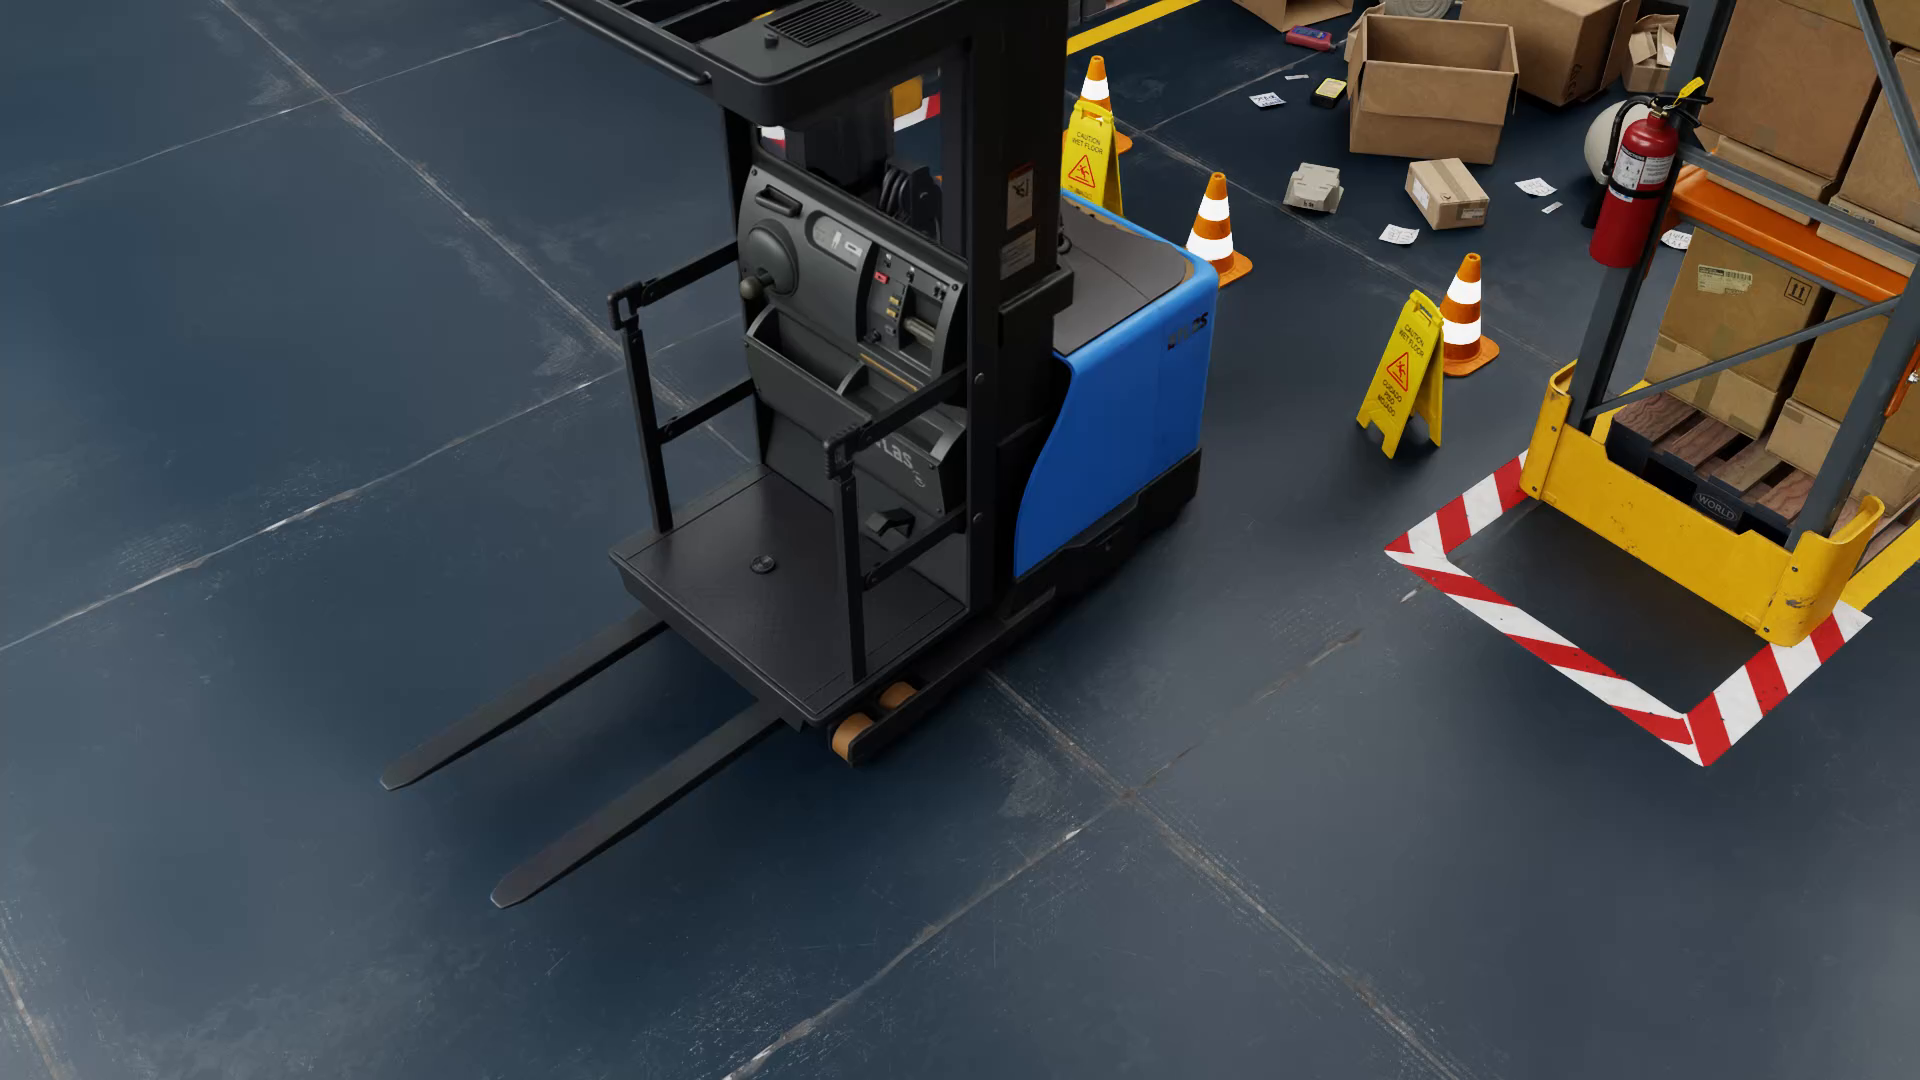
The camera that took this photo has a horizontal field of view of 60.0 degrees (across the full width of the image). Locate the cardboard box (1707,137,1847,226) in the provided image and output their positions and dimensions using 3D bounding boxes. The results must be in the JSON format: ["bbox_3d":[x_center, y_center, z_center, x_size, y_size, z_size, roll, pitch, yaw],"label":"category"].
[{"bbox_3d":[2.749,-1.232,5.554,0.250,0.149,0.380,-28,50,-27],"label":"cardboard box"}]

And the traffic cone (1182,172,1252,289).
[{"bbox_3d":[1.129,-1.422,7.426,0.334,0.463,0.336,-30,51,-28],"label":"traffic cone"}]

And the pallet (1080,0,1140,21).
[{"bbox_3d":[0.845,-3.511,9.834,1.213,0.211,1.003,-30,51,-28],"label":"pallet"}]

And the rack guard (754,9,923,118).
[{"bbox_3d":[-0.672,-2.680,8.739,0.348,0.500,1.175,-30,51,-28],"label":"rack guard"}]

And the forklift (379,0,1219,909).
[{"bbox_3d":[-0.491,-0.737,4.894,1.130,2.935,3.031,34,53,31],"label":"forklift"}]

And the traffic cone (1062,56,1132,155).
[{"bbox_3d":[0.665,-2.165,8.217,0.334,0.463,0.336,-30,51,-28],"label":"traffic cone"}]

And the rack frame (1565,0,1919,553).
[{"bbox_3d":[2.600,-1.047,5.174,0.127,3.000,1.000,-30,51,-28],"label":"rack frame"}]

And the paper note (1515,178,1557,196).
[{"bbox_3d":[2.796,-1.715,8.063,0.142,0.019,0.148,-14,45,-14],"label":"paper note"}]

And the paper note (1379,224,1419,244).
[{"bbox_3d":[2.048,-1.425,7.745,0.148,0.019,0.142,22,47,21],"label":"paper note"}]

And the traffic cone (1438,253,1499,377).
[{"bbox_3d":[2.102,-0.989,6.965,0.334,0.463,0.336,-30,51,-28],"label":"traffic cone"}]

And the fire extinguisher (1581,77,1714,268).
[{"bbox_3d":[2.216,-1.211,5.404,0.183,0.674,0.296,-30,51,-28],"label":"fire extinguisher"}]

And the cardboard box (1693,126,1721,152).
[{"bbox_3d":[3.973,-2.138,8.159,0.500,0.500,0.500,0,43,0],"label":"cardboard box"}]

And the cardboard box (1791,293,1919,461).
[{"bbox_3d":[3.414,-0.691,5.949,0.500,0.500,0.500,-32,52,-29],"label":"cardboard box"}]

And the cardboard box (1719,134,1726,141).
[{"bbox_3d":[2.873,-1.402,5.735,0.250,0.149,0.380,-30,51,-28],"label":"cardboard box"}]

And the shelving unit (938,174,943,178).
[{"bbox_3d":[-0.298,-1.376,6.620,1.083,1.500,0.587,-10,44,-11],"label":"shelving unit"}]

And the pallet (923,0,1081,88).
[{"bbox_3d":[-0.090,-2.978,9.267,1.213,0.211,1.003,-30,51,-28],"label":"pallet"}]

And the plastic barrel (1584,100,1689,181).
[{"bbox_3d":[3.213,-1.810,7.868,0.421,0.421,0.512,0,43,0],"label":"plastic barrel"}]

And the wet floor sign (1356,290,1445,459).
[{"bbox_3d":[1.768,-0.667,6.489,0.232,0.644,0.267,-14,45,-14],"label":"wet floor sign"}]

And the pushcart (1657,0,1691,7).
[{"bbox_3d":[4.167,-3.023,9.194,1.648,0.377,0.936,22,47,21],"label":"pushcart"}]

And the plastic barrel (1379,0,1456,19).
[{"bbox_3d":[2.529,-3.116,9.259,0.421,0.421,0.512,0,43,0],"label":"plastic barrel"}]

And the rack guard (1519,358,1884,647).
[{"bbox_3d":[2.658,-0.169,6.065,0.348,0.500,1.175,-30,51,-28],"label":"rack guard"}]

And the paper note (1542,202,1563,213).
[{"bbox_3d":[2.826,-1.586,7.932,0.123,0.001,0.032,-30,51,-28],"label":"paper note"}]

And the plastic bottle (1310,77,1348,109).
[{"bbox_3d":[1.948,-2.359,8.717,0.133,0.061,0.283,22,47,21],"label":"plastic bottle"}]

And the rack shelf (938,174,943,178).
[{"bbox_3d":[-0.307,-1.243,6.741,1.000,0.185,0.538,-10,44,-11],"label":"rack shelf"}]

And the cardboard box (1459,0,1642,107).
[{"bbox_3d":[3.035,-2.703,8.661,0.503,0.637,0.797,-30,51,-28],"label":"cardboard box"}]

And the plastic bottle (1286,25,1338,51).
[{"bbox_3d":[1.947,-2.750,9.133,0.283,0.061,0.133,22,47,21],"label":"plastic bottle"}]

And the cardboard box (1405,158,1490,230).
[{"bbox_3d":[2.309,-1.644,7.892,0.250,0.149,0.380,-7,44,-7],"label":"cardboard box"}]

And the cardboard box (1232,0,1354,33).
[{"bbox_3d":[1.882,-3.228,9.320,0.500,0.500,0.500,-21,47,-21],"label":"cardboard box"}]

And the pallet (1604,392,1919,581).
[{"bbox_3d":[3.304,-0.402,6.524,1.213,0.211,1.003,-30,51,-28],"label":"pallet"}]

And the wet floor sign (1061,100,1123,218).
[{"bbox_3d":[0.595,-1.691,7.580,0.267,0.644,0.232,30,51,28],"label":"wet floor sign"}]

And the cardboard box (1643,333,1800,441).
[{"bbox_3d":[3.066,-0.705,6.511,0.500,0.250,0.500,-30,51,-28],"label":"cardboard box"}]

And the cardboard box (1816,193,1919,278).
[{"bbox_3d":[2.993,-0.996,5.303,0.250,0.149,0.380,-30,51,-28],"label":"cardboard box"}]

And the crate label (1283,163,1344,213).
[{"bbox_3d":[1.692,-1.681,7.940,0.250,0.136,0.298,14,45,15],"label":"crate label"}]

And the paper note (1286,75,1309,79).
[{"bbox_3d":[1.798,-2.470,8.873,0.123,0.001,0.032,-7,44,-7],"label":"paper note"}]

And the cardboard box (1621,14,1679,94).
[{"bbox_3d":[3.666,-2.577,8.800,0.258,0.266,0.396,7,44,7],"label":"cardboard box"}]

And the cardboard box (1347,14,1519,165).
[{"bbox_3d":[2.323,-2.238,8.265,0.797,0.503,0.637,7,44,7],"label":"cardboard box"}]

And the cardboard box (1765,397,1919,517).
[{"bbox_3d":[3.396,-0.407,6.194,0.500,0.250,0.500,-30,51,-28],"label":"cardboard box"}]

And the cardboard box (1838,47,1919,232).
[{"bbox_3d":[3.141,-1.254,5.104,0.500,0.500,0.500,-31,51,-28],"label":"cardboard box"}]

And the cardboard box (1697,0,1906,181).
[{"bbox_3d":[2.839,-1.575,5.446,0.500,0.500,0.500,-31,51,-29],"label":"cardboard box"}]

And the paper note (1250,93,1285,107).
[{"bbox_3d":[1.607,-2.298,8.676,0.142,0.017,0.144,-14,45,-14],"label":"paper note"}]

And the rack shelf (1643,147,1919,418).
[{"bbox_3d":[4.134,-1.663,6.355,4.000,0.370,1.077,-30,51,-28],"label":"rack shelf"}]

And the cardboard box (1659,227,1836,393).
[{"bbox_3d":[3.047,-0.960,6.235,0.500,0.500,0.500,-29,51,-28],"label":"cardboard box"}]

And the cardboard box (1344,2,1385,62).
[{"bbox_3d":[2.278,-2.640,8.867,0.258,0.266,0.396,-21,47,-21],"label":"cardboard box"}]

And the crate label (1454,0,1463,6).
[{"bbox_3d":[2.930,-3.180,9.536,0.298,0.136,0.250,7,44,7],"label":"crate label"}]

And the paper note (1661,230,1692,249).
[{"bbox_3d":[3.337,-1.400,7.718,0.142,0.019,0.148,22,47,21],"label":"paper note"}]
